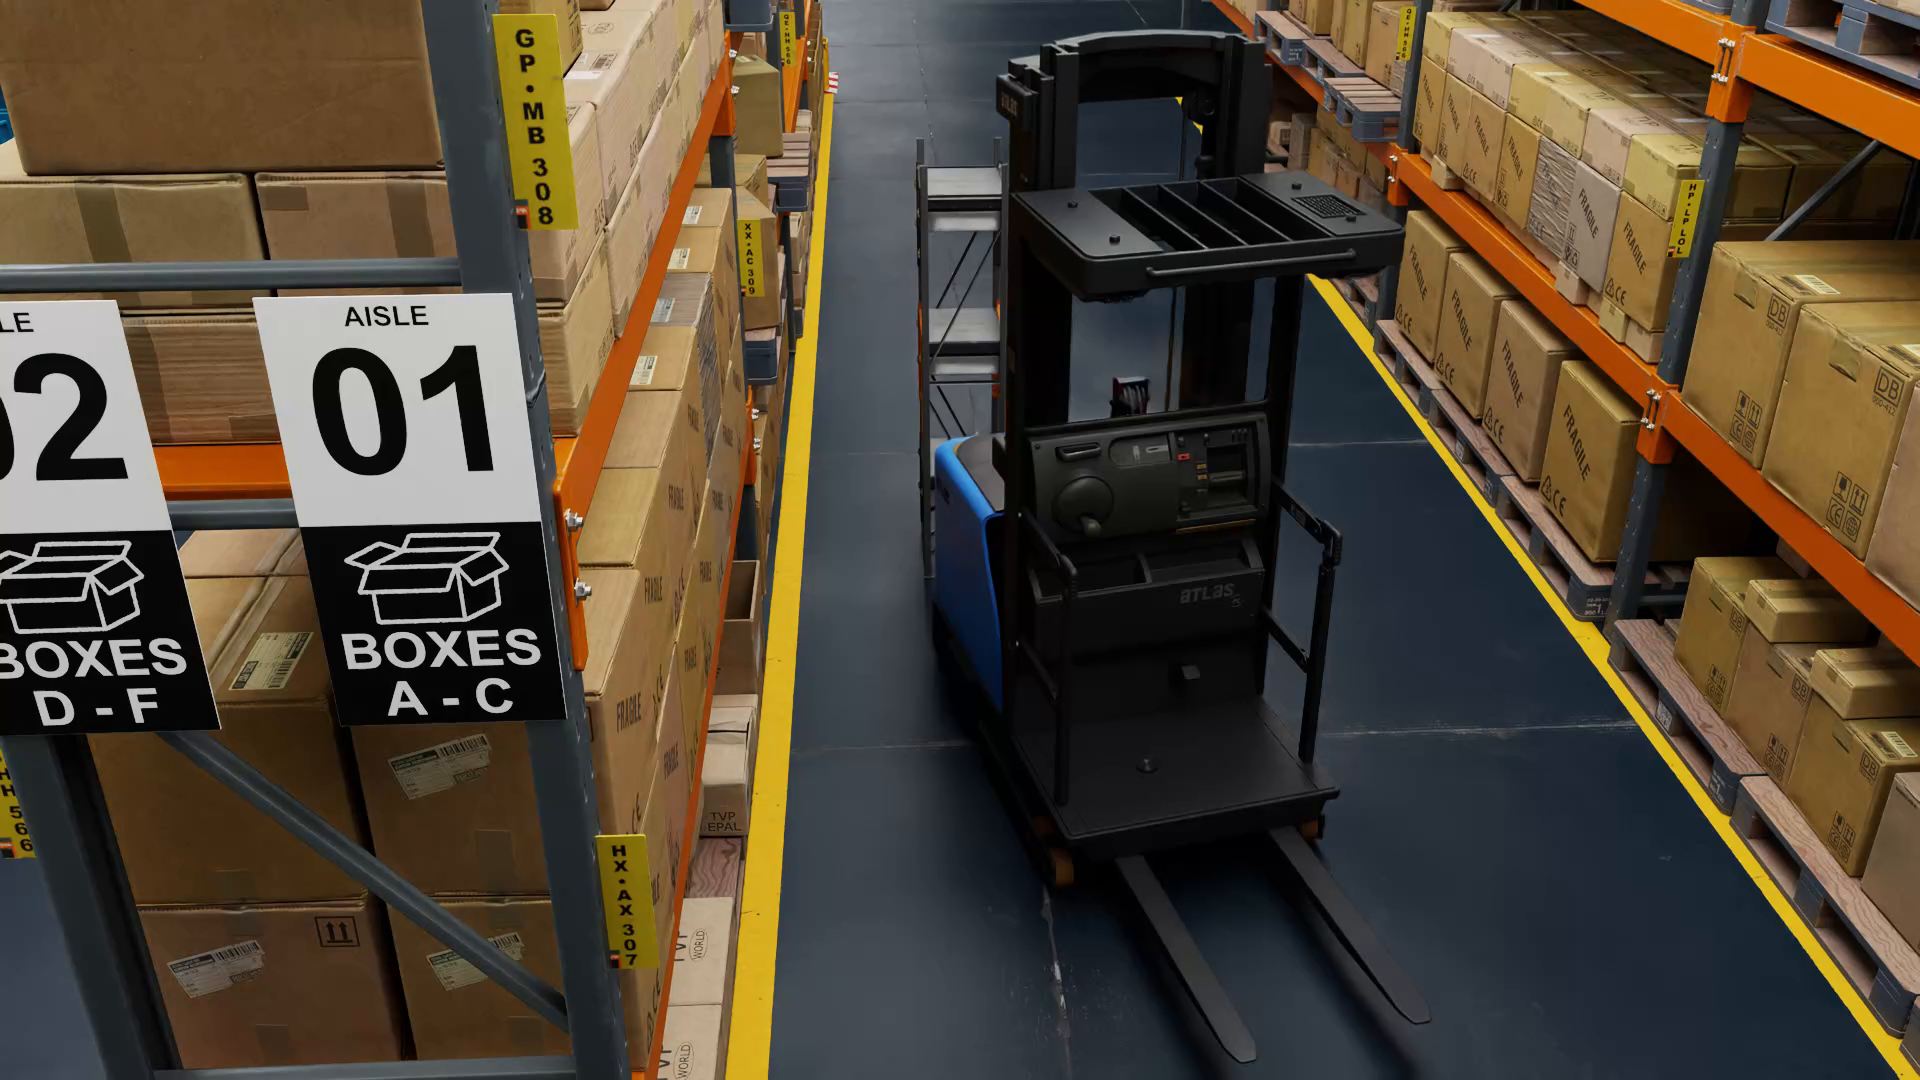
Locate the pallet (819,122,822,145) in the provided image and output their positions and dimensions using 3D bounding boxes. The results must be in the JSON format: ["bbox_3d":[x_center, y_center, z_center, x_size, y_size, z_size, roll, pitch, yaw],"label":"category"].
[{"bbox_3d":[-1.881,-4.138,16.455,1.003,0.211,1.213,-1,28,-3],"label":"pallet"}]

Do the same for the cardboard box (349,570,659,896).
[{"bbox_3d":[-0.948,0.402,3.547,0.500,0.500,0.500,-1,28,-1],"label":"cardboard box"}]

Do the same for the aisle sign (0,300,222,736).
[{"bbox_3d":[-1.490,-0.013,2.720,0.394,0.787,0.004,-1,28,-3],"label":"aisle sign"}]

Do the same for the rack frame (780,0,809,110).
[{"bbox_3d":[-1.815,-4.441,14.021,1.000,3.000,0.127,-1,28,-3],"label":"rack frame"}]

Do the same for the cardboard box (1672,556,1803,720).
[{"bbox_3d":[3.487,0.402,6.984,0.700,0.500,0.500,-1,28,-2],"label":"cardboard box"}]

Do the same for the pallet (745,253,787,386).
[{"bbox_3d":[-1.330,-1.033,7.695,1.003,0.211,1.213,-1,28,-3],"label":"pallet"}]

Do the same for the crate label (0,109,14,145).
[{"bbox_3d":[-6.200,-2.605,10.683,0.303,0.233,0.416,-1,28,-3],"label":"crate label"}]

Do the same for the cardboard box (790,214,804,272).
[{"bbox_3d":[-1.340,-2.058,11.366,0.500,0.311,0.500,0,28,-1],"label":"cardboard box"}]

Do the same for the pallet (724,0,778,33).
[{"bbox_3d":[-1.361,-2.296,6.868,1.213,0.211,1.003,-1,28,-3],"label":"pallet"}]

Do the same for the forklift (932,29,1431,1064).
[{"bbox_3d":[0.771,-0.194,5.953,1.130,2.935,3.031,-8,28,-14],"label":"forklift"}]

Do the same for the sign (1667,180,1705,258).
[{"bbox_3d":[3.009,-1.329,6.887,0.100,0.325,0.005,-1,28,-3],"label":"sign"}]

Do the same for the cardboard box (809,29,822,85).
[{"bbox_3d":[-1.607,-4.655,16.140,0.500,0.500,0.500,-1,28,-3],"label":"cardboard box"}]

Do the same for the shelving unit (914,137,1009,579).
[{"bbox_3d":[0.009,-0.855,8.118,0.431,2.100,0.503,-1,28,-3],"label":"shelving unit"}]

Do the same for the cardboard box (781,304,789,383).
[{"bbox_3d":[-1.322,-1.254,10.139,0.500,0.500,0.500,0,28,-1],"label":"cardboard box"}]

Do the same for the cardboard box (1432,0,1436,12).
[{"bbox_3d":[3.262,-3.549,11.026,0.380,0.149,0.250,-6,28,-11],"label":"cardboard box"}]

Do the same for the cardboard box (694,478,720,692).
[{"bbox_3d":[-1.028,0.144,5.122,0.500,0.500,0.500,-1,28,-2],"label":"cardboard box"}]

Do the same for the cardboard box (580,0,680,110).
[{"bbox_3d":[-1.028,-1.321,4.417,0.500,0.250,0.500,-1,28,-3],"label":"cardboard box"}]

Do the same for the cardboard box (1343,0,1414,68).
[{"bbox_3d":[3.219,-3.746,12.105,0.700,0.500,0.500,-1,28,-3],"label":"cardboard box"}]

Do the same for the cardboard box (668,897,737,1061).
[{"bbox_3d":[-0.985,1.405,5.310,0.500,0.250,0.500,-1,28,-3],"label":"cardboard box"}]

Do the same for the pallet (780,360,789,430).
[{"bbox_3d":[-1.604,-1.012,10.462,1.003,0.211,1.213,-1,28,-3],"label":"pallet"}]

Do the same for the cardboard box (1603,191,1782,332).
[{"bbox_3d":[3.274,-1.260,7.471,0.500,0.500,0.500,-2,28,-3],"label":"cardboard box"}]

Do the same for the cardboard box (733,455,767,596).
[{"bbox_3d":[-1.179,-0.063,7.854,0.500,0.500,0.500,-3,28,-5],"label":"cardboard box"}]

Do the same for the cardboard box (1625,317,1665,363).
[{"bbox_3d":[3.250,-0.915,7.510,0.380,0.149,0.250,-1,28,-2],"label":"cardboard box"}]

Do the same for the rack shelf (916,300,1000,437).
[{"bbox_3d":[0.009,-0.842,8.124,0.431,0.518,0.480,-1,28,-3],"label":"rack shelf"}]

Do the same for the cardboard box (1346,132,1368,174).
[{"bbox_3d":[3.252,-2.968,12.613,0.500,0.250,0.500,-2,28,-3],"label":"cardboard box"}]

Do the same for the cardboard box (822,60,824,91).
[{"bbox_3d":[-1.662,-4.784,17.198,0.500,0.250,0.500,-1,28,-3],"label":"cardboard box"}]

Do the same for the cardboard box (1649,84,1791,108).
[{"bbox_3d":[3.721,-2.077,8.226,0.500,0.250,0.500,-2,28,-4],"label":"cardboard box"}]

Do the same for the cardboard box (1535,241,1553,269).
[{"bbox_3d":[3.227,-1.502,8.637,0.380,0.149,0.250,-2,28,-4],"label":"cardboard box"}]

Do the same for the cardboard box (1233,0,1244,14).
[{"bbox_3d":[2.787,-4.946,15.131,0.500,0.250,0.500,-1,28,-2],"label":"cardboard box"}]

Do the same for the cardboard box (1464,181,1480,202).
[{"bbox_3d":[3.197,-2.101,9.784,0.380,0.149,0.250,-2,28,-3],"label":"cardboard box"}]

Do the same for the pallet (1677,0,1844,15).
[{"bbox_3d":[3.453,-2.535,7.330,0.805,0.209,1.217,-2,28,-5],"label":"pallet"}]

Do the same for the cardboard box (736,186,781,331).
[{"bbox_3d":[-1.198,-1.201,7.247,0.700,0.500,0.500,-11,29,-20],"label":"cardboard box"}]

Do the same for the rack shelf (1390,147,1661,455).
[{"bbox_3d":[3.446,-1.473,9.108,1.077,0.370,4.000,-1,28,-3],"label":"rack shelf"}]

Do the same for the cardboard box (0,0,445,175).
[{"bbox_3d":[-1.231,-0.954,2.902,0.700,0.500,0.500,-1,28,-3],"label":"cardboard box"}]

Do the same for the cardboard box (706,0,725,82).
[{"bbox_3d":[-1.106,-1.792,5.861,0.500,0.250,0.500,-1,28,-3],"label":"cardboard box"}]

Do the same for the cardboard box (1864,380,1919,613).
[{"bbox_3d":[3.642,-0.077,5.330,0.980,0.700,0.700,-3,28,-5],"label":"cardboard box"}]

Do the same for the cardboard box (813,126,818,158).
[{"bbox_3d":[-1.536,-3.630,14.985,0.500,0.250,0.500,-1,28,-3],"label":"cardboard box"}]

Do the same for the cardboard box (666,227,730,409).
[{"bbox_3d":[-1.082,-0.770,5.794,0.500,0.500,0.500,-2,28,-4],"label":"cardboard box"}]

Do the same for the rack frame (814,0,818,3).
[{"bbox_3d":[-2.023,-6.288,17.563,1.000,3.000,0.127,-1,28,-3],"label":"rack frame"}]

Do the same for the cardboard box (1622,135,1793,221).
[{"bbox_3d":[3.270,-1.595,7.302,0.500,0.250,0.500,-1,28,-1],"label":"cardboard box"}]

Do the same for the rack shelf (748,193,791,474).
[{"bbox_3d":[-1.501,-1.351,8.875,1.077,0.370,4.000,-1,28,-3],"label":"rack shelf"}]

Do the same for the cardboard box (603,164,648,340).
[{"bbox_3d":[-0.974,-0.637,3.647,0.500,0.250,0.500,-1,28,-3],"label":"cardboard box"}]

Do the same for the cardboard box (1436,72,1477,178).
[{"bbox_3d":[3.129,-2.428,9.710,0.500,0.500,0.500,0,28,-1],"label":"cardboard box"}]

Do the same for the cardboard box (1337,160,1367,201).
[{"bbox_3d":[3.286,-2.603,12.724,0.700,0.500,0.500,-2,28,-3],"label":"cardboard box"}]

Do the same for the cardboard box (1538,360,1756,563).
[{"bbox_3d":[3.386,-0.398,8.140,0.750,0.750,0.750,-1,28,-2],"label":"cardboard box"}]

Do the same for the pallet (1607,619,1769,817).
[{"bbox_3d":[3.512,0.722,7.138,1.003,0.211,1.213,-1,28,-3],"label":"pallet"}]

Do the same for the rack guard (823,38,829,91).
[{"bbox_3d":[-2.025,-5.191,18.162,1.175,0.500,0.348,-1,28,-3],"label":"rack guard"}]

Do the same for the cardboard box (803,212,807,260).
[{"bbox_3d":[-1.400,-2.282,12.401,0.500,0.250,0.500,-2,28,-4],"label":"cardboard box"}]

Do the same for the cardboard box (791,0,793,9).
[{"bbox_3d":[-1.900,-5.165,15.302,0.700,0.500,0.500,-1,28,-2],"label":"cardboard box"}]
